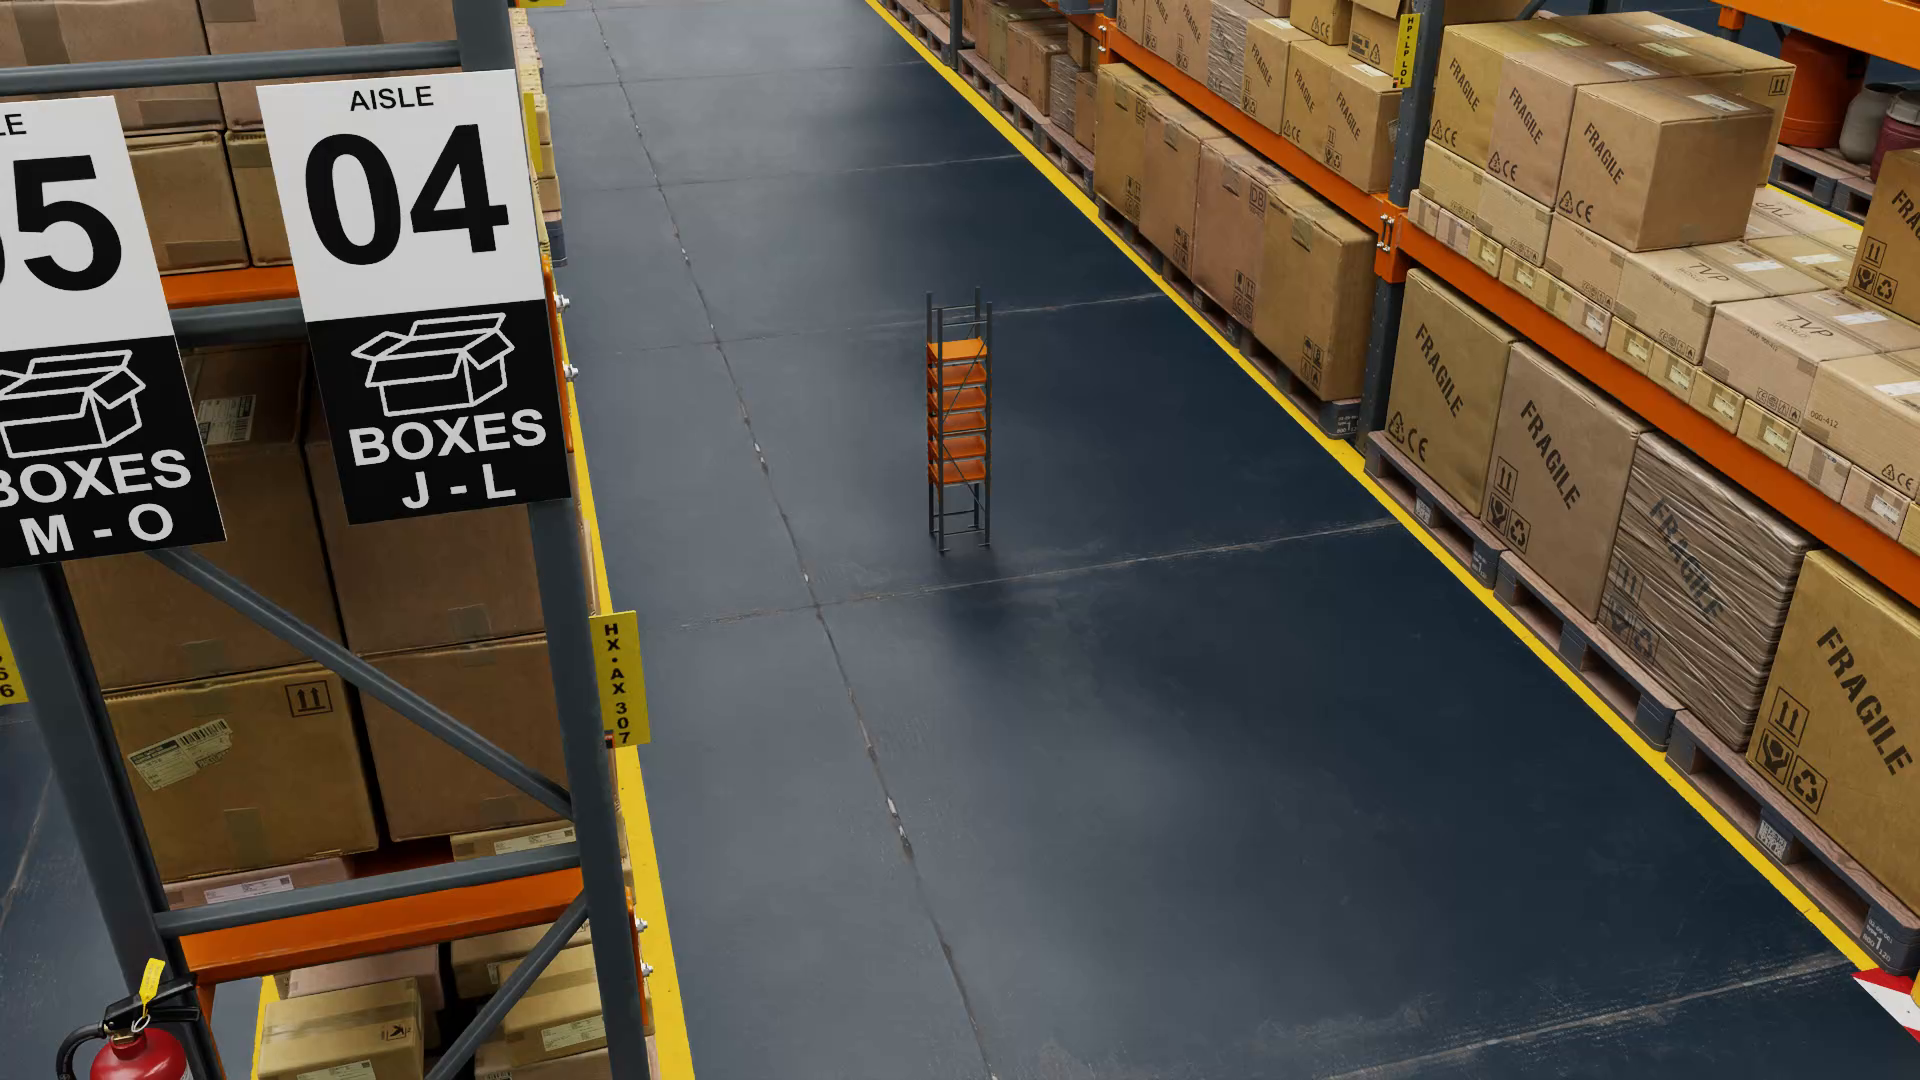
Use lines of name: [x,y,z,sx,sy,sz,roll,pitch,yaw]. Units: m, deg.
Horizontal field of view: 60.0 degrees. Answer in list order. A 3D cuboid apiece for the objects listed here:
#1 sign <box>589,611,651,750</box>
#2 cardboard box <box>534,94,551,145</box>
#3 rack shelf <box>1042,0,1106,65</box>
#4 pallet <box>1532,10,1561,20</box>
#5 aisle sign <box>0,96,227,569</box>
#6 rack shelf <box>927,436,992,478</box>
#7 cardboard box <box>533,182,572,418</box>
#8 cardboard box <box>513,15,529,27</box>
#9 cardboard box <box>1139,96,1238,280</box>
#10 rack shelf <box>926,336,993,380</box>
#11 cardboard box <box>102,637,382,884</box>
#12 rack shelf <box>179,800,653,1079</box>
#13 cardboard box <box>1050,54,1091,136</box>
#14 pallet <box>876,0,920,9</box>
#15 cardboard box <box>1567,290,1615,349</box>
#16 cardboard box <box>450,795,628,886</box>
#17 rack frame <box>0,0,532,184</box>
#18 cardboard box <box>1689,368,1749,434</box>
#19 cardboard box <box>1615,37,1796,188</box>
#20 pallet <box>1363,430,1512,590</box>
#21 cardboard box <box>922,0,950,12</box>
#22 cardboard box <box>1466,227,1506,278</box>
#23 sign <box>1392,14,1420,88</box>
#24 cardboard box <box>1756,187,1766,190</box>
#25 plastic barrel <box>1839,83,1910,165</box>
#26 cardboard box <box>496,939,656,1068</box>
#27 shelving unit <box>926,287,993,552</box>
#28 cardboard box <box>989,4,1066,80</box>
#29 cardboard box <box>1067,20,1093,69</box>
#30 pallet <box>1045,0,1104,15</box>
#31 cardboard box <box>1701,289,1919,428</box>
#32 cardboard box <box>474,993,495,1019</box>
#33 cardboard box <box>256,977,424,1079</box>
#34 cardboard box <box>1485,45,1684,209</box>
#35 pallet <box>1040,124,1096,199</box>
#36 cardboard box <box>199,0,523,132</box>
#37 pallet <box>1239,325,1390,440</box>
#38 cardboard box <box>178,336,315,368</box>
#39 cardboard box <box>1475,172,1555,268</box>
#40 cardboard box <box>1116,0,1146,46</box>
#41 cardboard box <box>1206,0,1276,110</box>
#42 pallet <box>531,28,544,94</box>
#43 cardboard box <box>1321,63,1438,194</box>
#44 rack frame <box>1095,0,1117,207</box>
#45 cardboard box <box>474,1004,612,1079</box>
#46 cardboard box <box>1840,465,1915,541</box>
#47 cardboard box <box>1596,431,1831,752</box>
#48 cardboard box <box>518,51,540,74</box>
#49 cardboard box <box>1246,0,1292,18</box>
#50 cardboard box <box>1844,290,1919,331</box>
sign: [-0.696,0.289,3.392,0.100,0.325,0.005,-8,31,-13]
cardboard box: [-1.942,-1.778,7.065,0.380,0.149,0.250,-6,31,-11]
rack shelf: [0.936,-4.393,13.064,1.077,0.370,4.000,-8,31,-13]
pallet: [5.426,-4.748,15.742,1.003,0.211,1.213,-8,31,-13]
aisle sign: [-1.489,-0.314,2.703,0.394,0.787,0.004,-8,31,-13]
rack shelf: [-0.004,-0.384,7.544,0.258,0.103,0.180,-8,31,-13]
cardboard box: [-1.339,-0.618,4.429,0.500,0.500,0.500,-9,31,-14]
cardboard box: [-2.361,-2.532,8.368,0.380,0.149,0.250,-7,31,-12]
cardboard box: [1.859,-2.233,10.316,1.225,0.875,0.875,-8,31,-13]
rack shelf: [-0.004,-0.799,7.303,0.258,0.103,0.180,-8,31,-13]
cardboard box: [-1.586,0.381,3.700,0.500,0.500,0.500,-7,31,-12]
rack shelf: [-1.750,0.081,5.333,1.077,0.370,4.000,-8,31,-13]
cardboard box: [1.110,-3.434,12.745,0.700,0.500,0.500,-10,32,-17]
pallet: [-0.455,-5.962,17.839,1.003,0.211,1.213,-8,31,-13]
cardboard box: [2.631,-0.885,6.535,0.380,0.149,0.250,-7,31,-13]
cardboard box: [-0.989,0.645,3.893,0.380,0.149,0.250,-8,31,-14]
rack frame: [-1.219,-1.860,1.981,1.000,3.000,0.127,-8,31,-13]
cardboard box: [2.836,-0.512,5.892,0.380,0.149,0.250,-8,31,-13]
cardboard box: [3.037,-1.766,6.911,0.500,0.500,0.500,-8,31,-13]
pallet: [2.655,-0.222,7.923,1.003,0.211,1.213,-8,31,-13]
cardboard box: [-0.063,-5.534,16.393,0.500,0.500,0.500,-11,32,-18]
cardboard box: [2.426,-1.257,7.178,0.380,0.149,0.250,-7,31,-12]
sign: [2.008,-2.197,7.474,0.100,0.325,0.005,-8,31,-13]
cardboard box: [3.038,-1.442,7.101,0.500,0.250,0.500,-7,31,-12]
plastic barrel: [6.624,-3.007,12.016,0.421,0.512,0.421,0,30,0]
cardboard box: [-1.030,1.232,4.459,0.380,0.149,0.250,-9,31,-16]
shelving unit: [-0.004,-0.526,7.462,0.258,1.200,0.189,-8,31,-13]
cardboard box: [0.656,-4.247,14.149,0.700,0.500,0.500,-8,31,-14]
cardboard box: [1.109,-3.746,12.535,0.500,0.250,0.500,-4,30,-8]
pallet: [1.175,-3.986,11.833,1.213,0.211,1.003,-8,31,-13]
cardboard box: [2.936,-0.628,5.694,0.500,0.250,0.500,-9,31,-15]
cardboard box: [-1.198,1.377,4.803,0.380,0.149,0.250,-8,31,-13]
cardboard box: [-1.604,1.309,4.328,0.380,0.149,0.250,-7,31,-13]
cardboard box: [2.532,-1.691,6.781,0.500,0.500,0.500,-8,31,-13]
pallet: [1.261,-2.909,12.566,1.003,0.211,1.213,-8,31,-13]
cardboard box: [-1.088,-0.965,3.079,0.500,0.250,0.500,-7,31,-12]
pallet: [2.251,-0.962,9.202,1.003,0.211,1.213,-8,31,-13]
cardboard box: [-1.715,-0.301,3.882,0.500,0.500,0.500,-9,31,-15]
cardboard box: [2.528,-1.368,6.972,0.500,0.250,0.500,-8,31,-14]
cardboard box: [1.333,-3.511,10.722,0.500,0.500,0.500,-7,31,-12]
cardboard box: [1.743,-2.773,9.447,0.500,0.500,0.500,-8,31,-13]
pallet: [-3.050,-2.715,9.638,1.213,0.211,1.003,-8,31,-13]
cardboard box: [2.141,-2.039,8.179,0.500,0.500,0.500,-8,31,-13]
rack frame: [1.467,-3.739,11.215,1.000,3.000,0.127,-8,31,-13]
cardboard box: [-1.110,1.372,4.515,0.380,0.149,0.250,-7,31,-11]
cardboard box: [3.041,-0.142,5.251,0.380,0.149,0.250,-8,31,-13]
cardboard box: [3.101,0.125,6.241,0.875,0.875,0.875,-8,31,-13]
cardboard box: [-2.151,-2.157,7.720,0.380,0.149,0.250,-8,31,-14]
cardboard box: [2.000,-3.223,9.222,0.797,0.503,0.637,-7,31,-12]
cardboard box: [3.449,-0.700,5.817,0.500,0.250,0.500,-9,31,-15]
